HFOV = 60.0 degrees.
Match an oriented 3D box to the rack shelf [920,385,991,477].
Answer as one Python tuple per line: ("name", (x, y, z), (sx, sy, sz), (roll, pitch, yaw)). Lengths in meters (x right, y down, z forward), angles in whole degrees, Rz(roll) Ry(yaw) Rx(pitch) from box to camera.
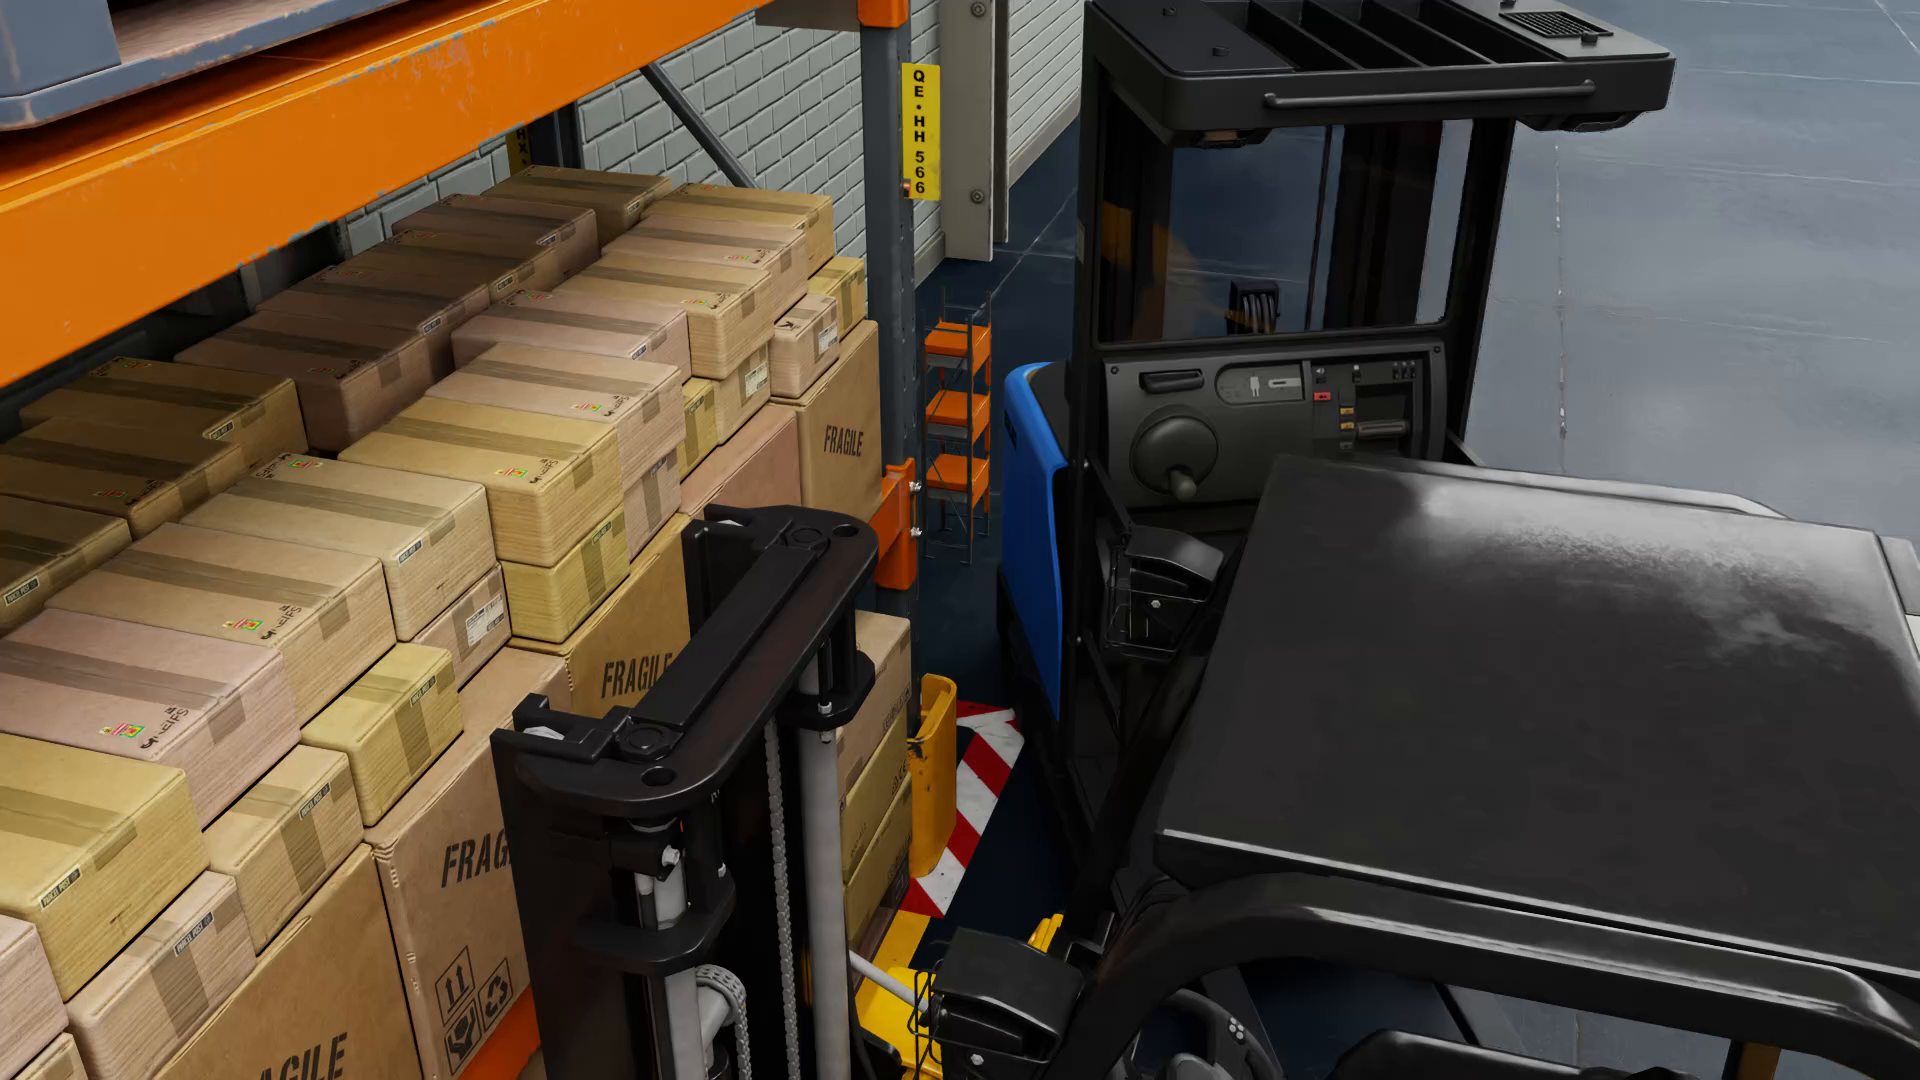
("rack shelf", (-0.016, -0.425, 6.455), (0.215, 0.259, 0.240), (8, 30, 15))

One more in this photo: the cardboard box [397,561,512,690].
("cardboard box", (-0.957, 0.128, 2.664), (0.380, 0.149, 0.250), (8, 30, 15))

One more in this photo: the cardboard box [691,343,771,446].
("cardboard box", (-0.625, -0.340, 3.505), (0.380, 0.149, 0.250), (9, 30, 16))

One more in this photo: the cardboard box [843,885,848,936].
("cardboard box", (-0.601, 1.062, 4.151), (0.500, 0.250, 0.500), (8, 30, 15))

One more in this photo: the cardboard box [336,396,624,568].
("cardboard box", (-0.793, -0.102, 2.772), (0.380, 0.149, 0.250), (9, 30, 16))

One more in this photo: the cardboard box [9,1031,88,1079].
("cardboard box", (-1.172, 0.623, 1.775), (0.380, 0.149, 0.250), (9, 30, 16))

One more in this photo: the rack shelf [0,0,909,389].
("rack shelf", (-1.197, -0.516, 2.246), (1.077, 0.370, 4.000), (8, 30, 15))

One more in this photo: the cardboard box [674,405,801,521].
("cardboard box", (-0.665, 0.013, 3.537), (0.500, 0.500, 0.500), (9, 30, 16))

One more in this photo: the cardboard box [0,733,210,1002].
("cardboard box", (-1.126, 0.364, 1.935), (0.380, 0.149, 0.250), (8, 30, 14))

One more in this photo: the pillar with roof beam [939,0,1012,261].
("pillar with roof beam", (4.200, -5.049, 6.570), (9.100, 9.000, 0.400), (8, 30, 15))

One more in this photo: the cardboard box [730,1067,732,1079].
("cardboard box", (-0.743, 1.096, 3.576), (0.500, 0.250, 0.500), (8, 30, 14))

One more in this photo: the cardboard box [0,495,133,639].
("cardboard box", (-1.469, 0.058, 2.485), (0.380, 0.149, 0.250), (9, 30, 16))

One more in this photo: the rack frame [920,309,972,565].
("rack frame", (-0.051, -0.377, 6.348), (0.200, 1.050, 0.008), (8, 30, 15))

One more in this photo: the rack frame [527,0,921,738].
("rack frame", (-0.610, -0.449, 4.471), (1.000, 3.000, 0.127), (8, 30, 15))

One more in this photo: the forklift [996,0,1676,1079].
("forklift", (0.875, -0.268, 4.217), (1.130, 2.935, 3.031), (-4, 29, -8))

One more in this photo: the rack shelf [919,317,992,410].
("rack shelf", (-0.016, -0.673, 6.317), (0.215, 0.259, 0.240), (8, 30, 15))

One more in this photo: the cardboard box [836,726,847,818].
("cardboard box", (-0.591, 0.629, 3.902), (0.500, 0.250, 0.500), (9, 30, 16))

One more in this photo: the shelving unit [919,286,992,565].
("shelving unit", (-0.016, -0.434, 6.450), (0.215, 1.050, 0.252), (8, 30, 15))

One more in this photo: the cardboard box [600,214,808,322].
("cardboard box", (-0.557, -0.590, 3.650), (0.380, 0.149, 0.250), (9, 30, 15))

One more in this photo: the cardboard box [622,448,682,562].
("cardboard box", (-0.742, -0.096, 3.066), (0.380, 0.149, 0.250), (8, 30, 13))

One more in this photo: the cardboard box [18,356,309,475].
("cardboard box", (-1.398, -0.192, 2.933), (0.380, 0.149, 0.250), (8, 30, 14))

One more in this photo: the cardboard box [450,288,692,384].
("cardboard box", (-0.752, -0.360, 3.235), (0.380, 0.149, 0.250), (9, 30, 15))

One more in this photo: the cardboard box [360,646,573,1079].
("cardboard box", (-0.952, 0.487, 2.686), (0.500, 0.500, 0.500), (9, 30, 15))

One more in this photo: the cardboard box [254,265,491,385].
("cardboard box", (-1.173, -0.426, 3.354), (0.380, 0.149, 0.250), (9, 30, 15))

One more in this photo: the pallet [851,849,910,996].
("pallet", (-0.795, 1.131, 4.499), (1.003, 0.211, 1.213), (8, 30, 15))

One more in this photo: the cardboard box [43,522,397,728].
("cardboard box", (-1.049, 0.119, 2.375), (0.380, 0.149, 0.250), (9, 30, 15))

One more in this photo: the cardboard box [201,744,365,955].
("cardboard box", (-1.036, 0.382, 2.208), (0.380, 0.149, 0.250), (8, 30, 13))

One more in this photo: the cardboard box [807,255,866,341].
("cardboard box", (-0.444, -0.575, 3.928), (0.380, 0.149, 0.250), (9, 30, 16))

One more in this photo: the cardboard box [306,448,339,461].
("cardboard box", (-1.327, -0.193, 3.242), (0.380, 0.149, 0.250), (9, 30, 15))

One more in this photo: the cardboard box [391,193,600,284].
("cardboard box", (-1.051, -0.666, 3.785), (0.380, 0.149, 0.250), (10, 30, 17))

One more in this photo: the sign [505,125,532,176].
("sign", (-1.139, -0.944, 4.389), (0.100, 0.325, 0.005), (8, 30, 15))

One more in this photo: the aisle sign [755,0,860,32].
("aisle sign", (-0.310, -1.573, 3.819), (0.394, 0.787, 0.004), (8, 30, 15))

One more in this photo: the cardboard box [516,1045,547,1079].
("cardboard box", (-0.886, 1.099, 3.056), (0.500, 0.250, 0.500), (8, 30, 14))
